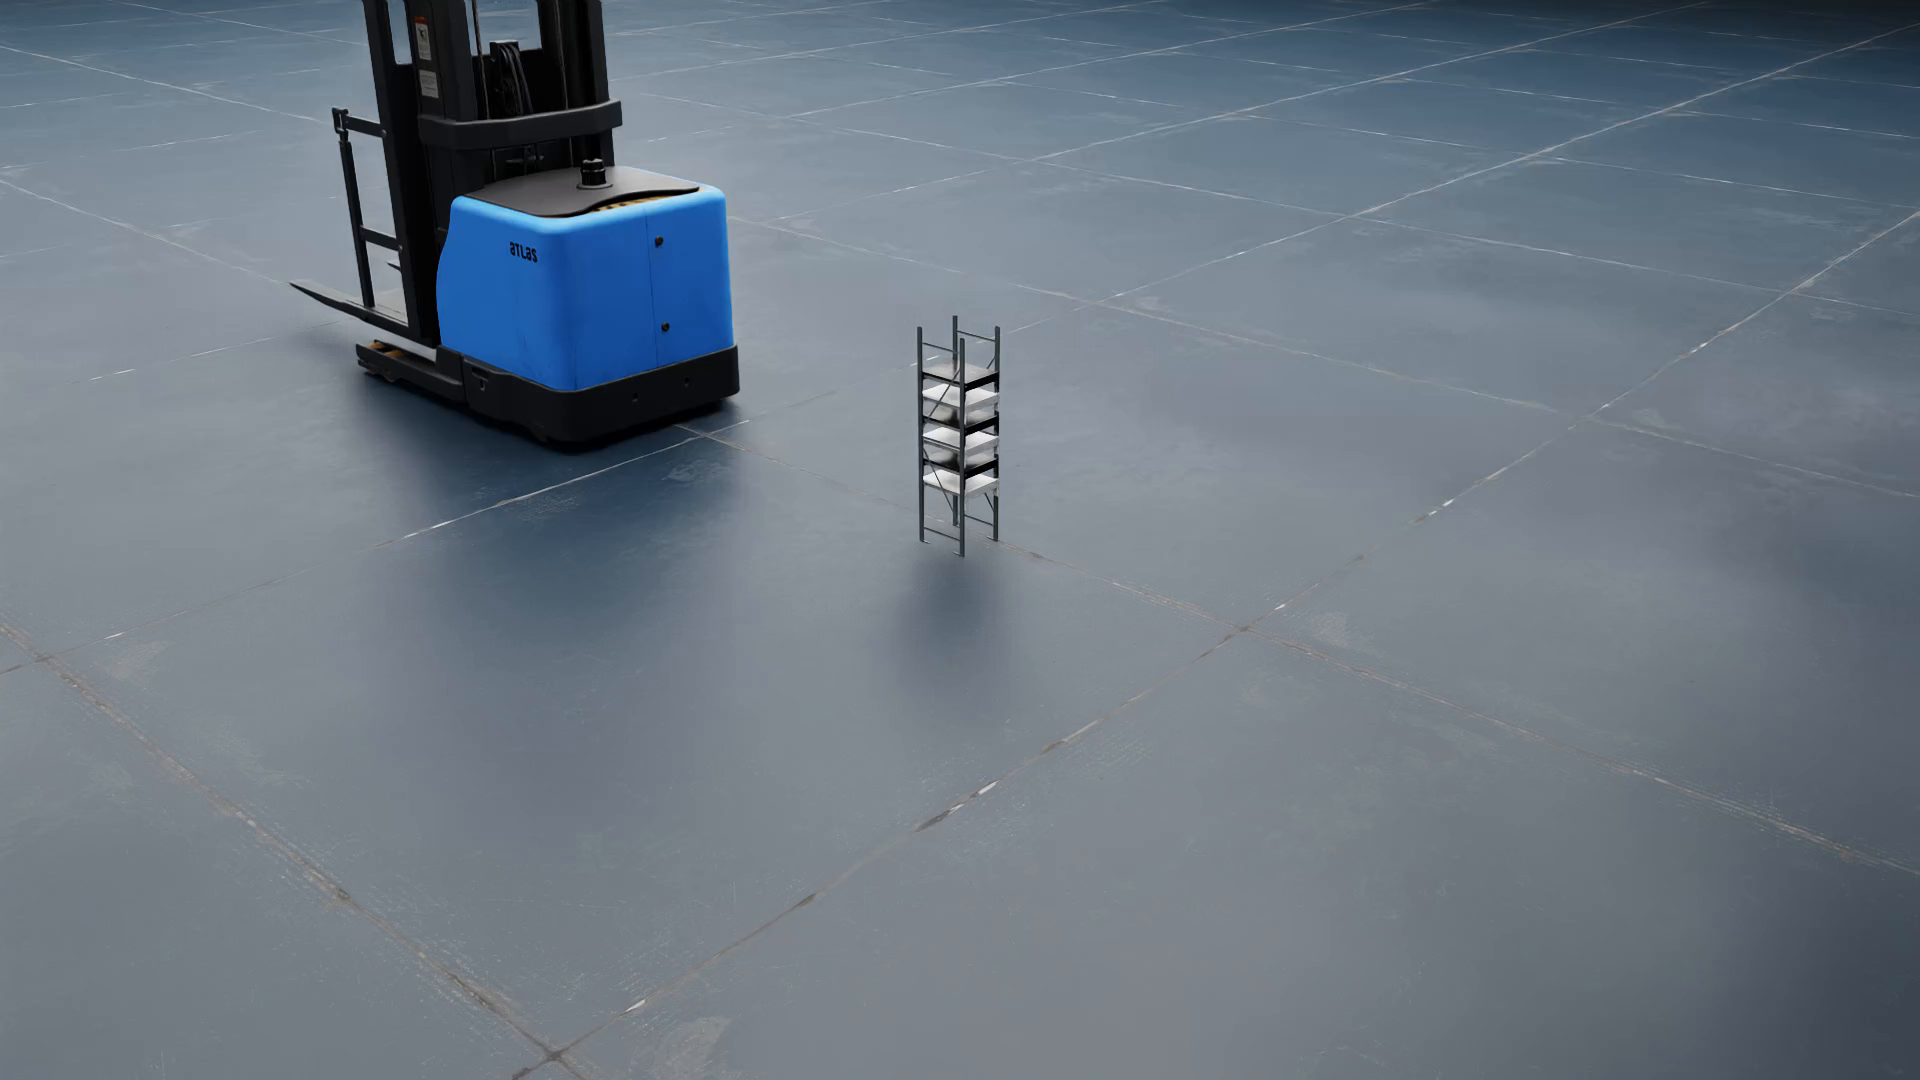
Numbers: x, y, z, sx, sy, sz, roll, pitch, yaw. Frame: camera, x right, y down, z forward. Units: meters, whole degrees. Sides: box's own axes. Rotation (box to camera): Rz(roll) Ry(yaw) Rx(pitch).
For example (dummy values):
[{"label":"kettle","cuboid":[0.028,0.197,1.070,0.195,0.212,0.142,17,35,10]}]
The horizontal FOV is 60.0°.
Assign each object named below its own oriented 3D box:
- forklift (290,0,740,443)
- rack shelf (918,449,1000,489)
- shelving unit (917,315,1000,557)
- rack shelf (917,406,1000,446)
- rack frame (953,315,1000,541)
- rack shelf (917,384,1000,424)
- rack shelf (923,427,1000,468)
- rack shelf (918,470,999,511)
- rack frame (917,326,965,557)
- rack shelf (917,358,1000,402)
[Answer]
[{"label":"forklift","cuboid":[-2.503,-2.282,8.257,3.031,2.935,1.130,21,32,39]},{"label":"rack shelf","cuboid":[-0.005,-0.296,6.611,0.258,0.077,0.200,20,31,38]},{"label":"shelving unit","cuboid":[-0.005,-0.408,6.560,0.258,0.900,0.210,20,31,38]},{"label":"rack shelf","cuboid":[-0.005,-0.460,6.537,0.258,0.077,0.200,20,31,38]},{"label":"rack frame","cuboid":[0.062,-0.439,6.629,0.240,0.900,0.006,20,31,38]},{"label":"rack shelf","cuboid":[-0.005,-0.542,6.500,0.258,0.077,0.200,20,31,38]},{"label":"rack shelf","cuboid":[-0.005,-0.378,6.574,0.258,0.077,0.200,20,31,38]},{"label":"rack shelf","cuboid":[-0.005,-0.213,6.648,0.258,0.077,0.200,20,31,38]},{"label":"rack frame","cuboid":[-0.073,-0.377,6.491,0.240,0.900,0.006,20,31,38]},{"label":"rack shelf","cuboid":[-0.005,-0.624,6.464,0.258,0.077,0.200,20,31,38]}]
